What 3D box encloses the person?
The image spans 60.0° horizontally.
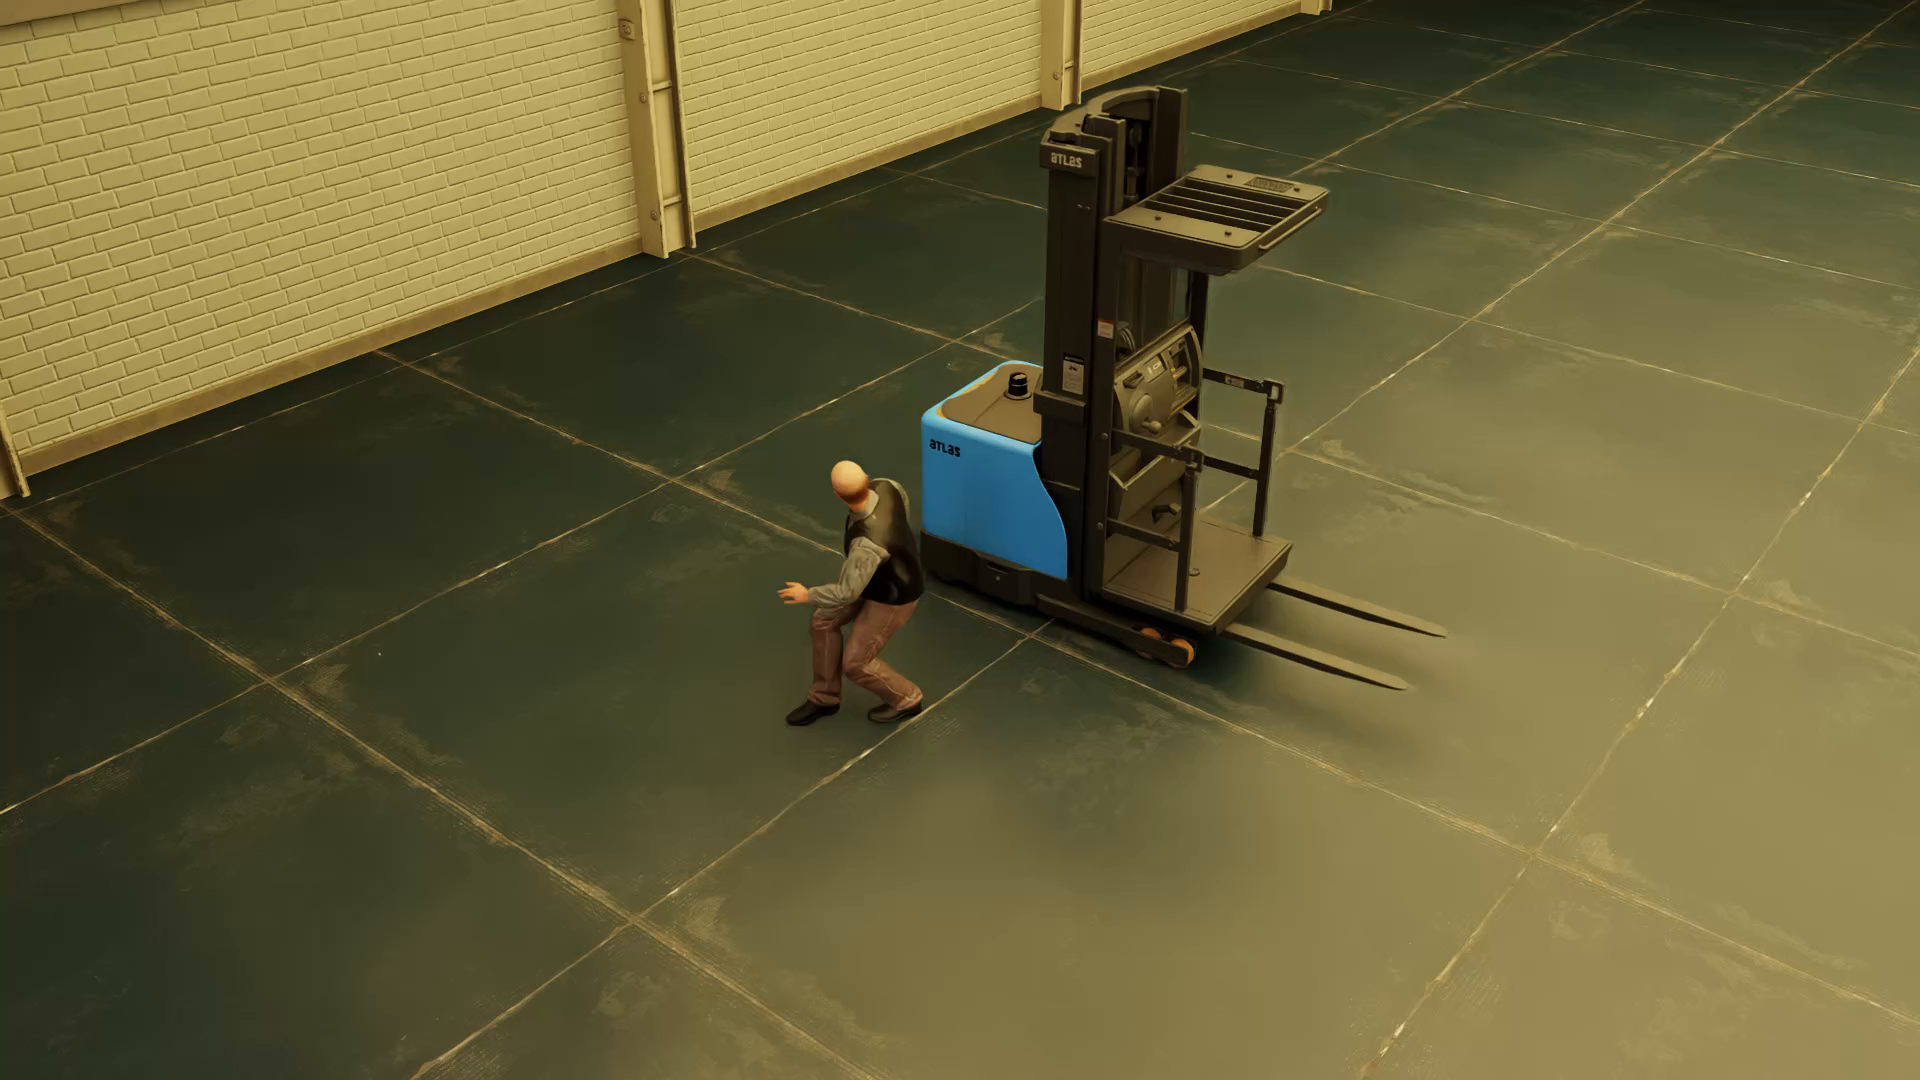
[{"bbox_3d":[-0.565,0.230,8.594,0.770,1.555,0.745,-6,31,-10],"label":"person"}]

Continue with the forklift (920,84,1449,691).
[{"bbox_3d":[1.266,-0.853,9.055,3.031,2.935,1.130,19,35,29],"label":"forklift"}]
